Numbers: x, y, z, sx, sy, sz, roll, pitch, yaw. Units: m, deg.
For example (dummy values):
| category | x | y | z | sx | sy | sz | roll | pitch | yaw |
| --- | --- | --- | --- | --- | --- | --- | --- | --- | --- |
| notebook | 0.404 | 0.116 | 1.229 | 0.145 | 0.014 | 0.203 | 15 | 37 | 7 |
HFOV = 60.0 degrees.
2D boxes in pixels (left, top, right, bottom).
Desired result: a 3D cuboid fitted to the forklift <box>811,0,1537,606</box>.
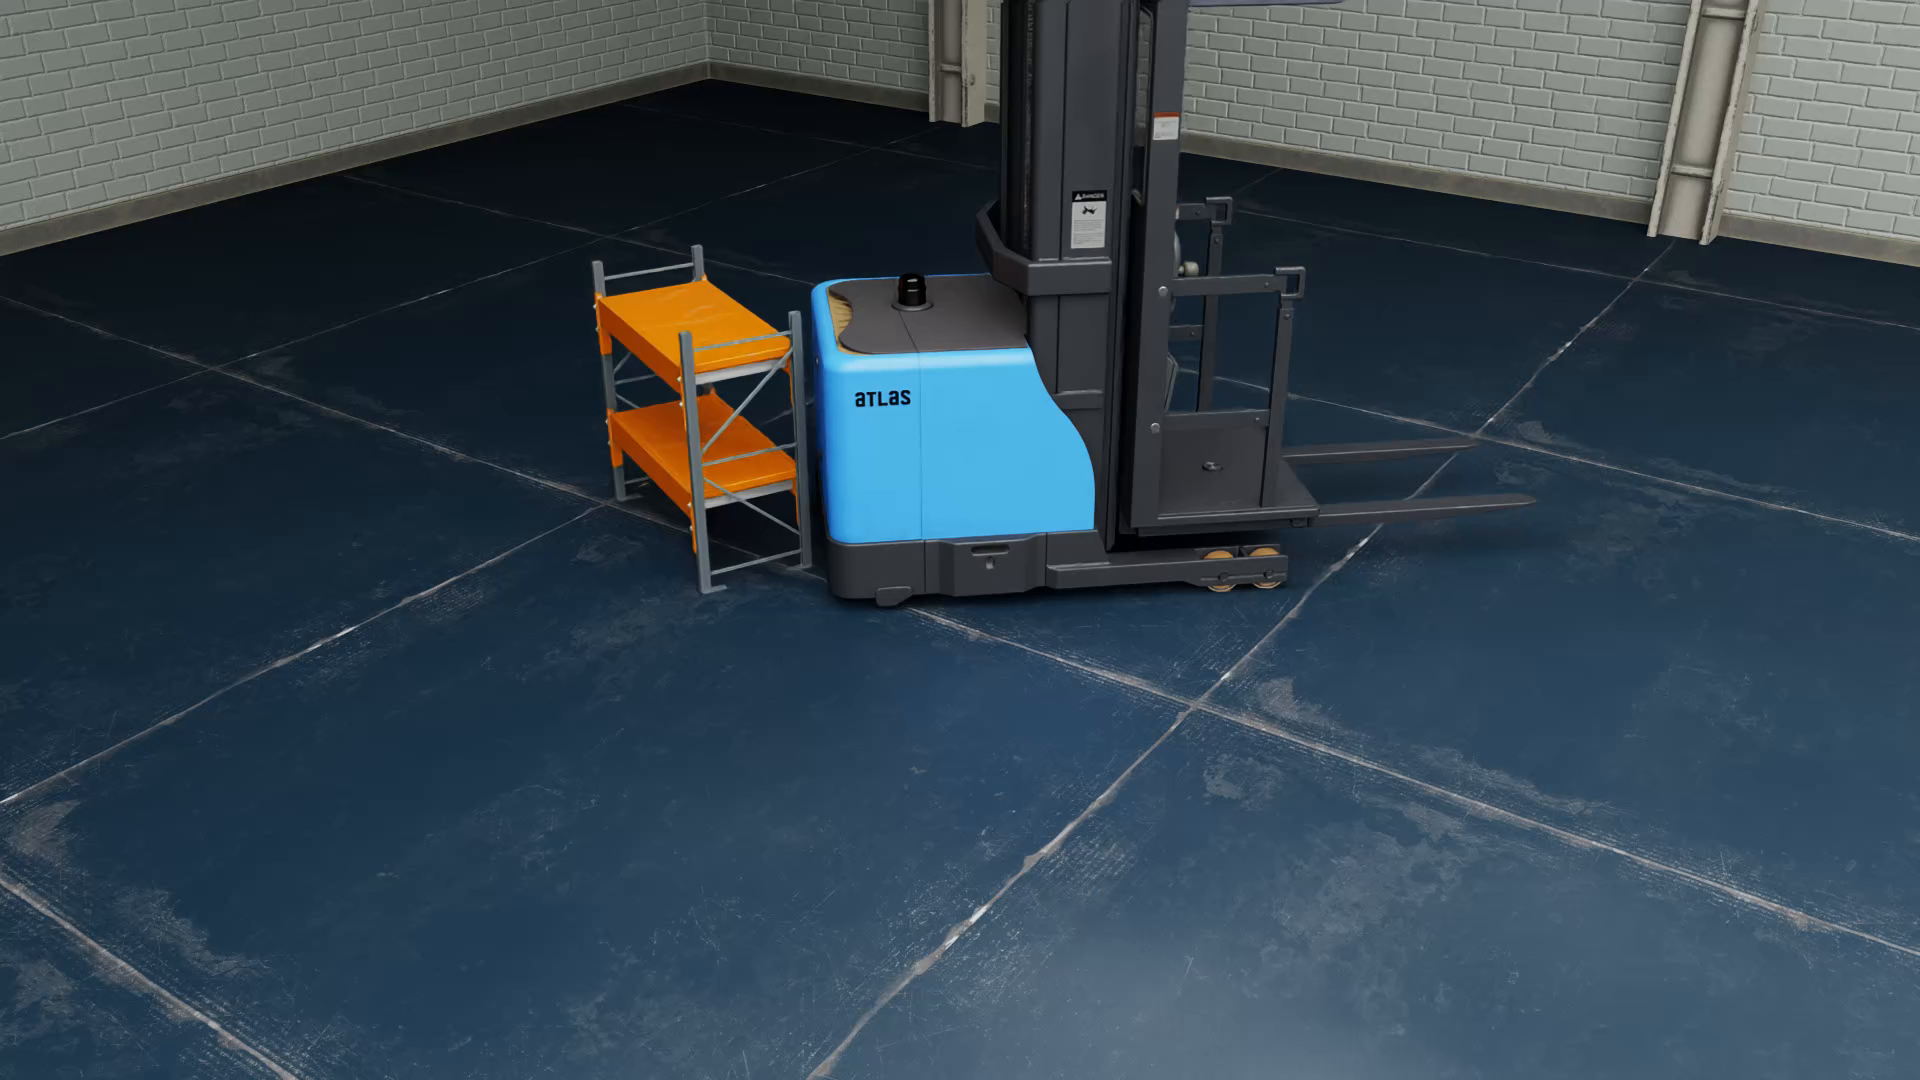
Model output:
| category | x | y | z | sx | sy | sz | roll | pitch | yaw |
| --- | --- | --- | --- | --- | --- | --- | --- | --- | --- |
| forklift | 0.915 | -1.328 | 6.628 | 3.031 | 2.935 | 1.130 | -3 | 27 | -7 |

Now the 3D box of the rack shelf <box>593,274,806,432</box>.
| category | x | y | z | sx | sy | sz | roll | pitch | yaw |
| --- | --- | --- | --- | --- | --- | --- | --- | --- | --- |
| rack shelf | -1.101 | -0.801 | 6.938 | 0.538 | 0.278 | 1.000 | -15 | 30 | -26 |

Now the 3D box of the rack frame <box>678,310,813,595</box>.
| category | x | y | z | sx | sy | sz | roll | pitch | yaw |
| --- | --- | --- | --- | --- | --- | --- | --- | --- | --- |
| rack frame | -0.847 | -0.340 | 6.678 | 0.500 | 1.125 | 0.032 | -15 | 30 | -26 |

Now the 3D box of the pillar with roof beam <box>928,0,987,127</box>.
| category | x | y | z | sx | sy | sz | roll | pitch | yaw |
| --- | --- | --- | --- | --- | --- | --- | --- | --- | --- |
| pillar with roof beam | -2.459 | -6.023 | 9.163 | 0.400 | 9.000 | 9.100 | 17 | 32 | 30 |

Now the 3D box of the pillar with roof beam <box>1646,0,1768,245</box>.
| category | x | y | z | sx | sy | sz | roll | pitch | yaw |
| --- | --- | --- | --- | --- | --- | --- | --- | --- | --- |
| pillar with roof beam | 2.487 | -4.482 | 6.135 | 0.400 | 9.000 | 9.100 | 17 | 32 | 30 |

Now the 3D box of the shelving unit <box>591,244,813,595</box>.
| category | x | y | z | sx | sy | sz | roll | pitch | yaw |
| --- | --- | --- | --- | --- | --- | --- | --- | --- | --- |
| shelving unit | -1.101 | -0.540 | 7.071 | 0.538 | 1.125 | 1.048 | -15 | 30 | -26 |

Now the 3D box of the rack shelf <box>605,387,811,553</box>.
| category | x | y | z | sx | sy | sz | roll | pitch | yaw |
| --- | --- | --- | --- | --- | --- | --- | --- | --- | --- |
| rack shelf | -1.101 | -0.322 | 7.181 | 0.538 | 0.278 | 1.000 | -15 | 30 | -26 |

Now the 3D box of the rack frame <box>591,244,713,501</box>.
| category | x | y | z | sx | sy | sz | roll | pitch | yaw |
| --- | --- | --- | --- | --- | --- | --- | --- | --- | --- |
| rack frame | -1.355 | -0.740 | 7.463 | 0.500 | 1.125 | 0.032 | -15 | 30 | -26 |
